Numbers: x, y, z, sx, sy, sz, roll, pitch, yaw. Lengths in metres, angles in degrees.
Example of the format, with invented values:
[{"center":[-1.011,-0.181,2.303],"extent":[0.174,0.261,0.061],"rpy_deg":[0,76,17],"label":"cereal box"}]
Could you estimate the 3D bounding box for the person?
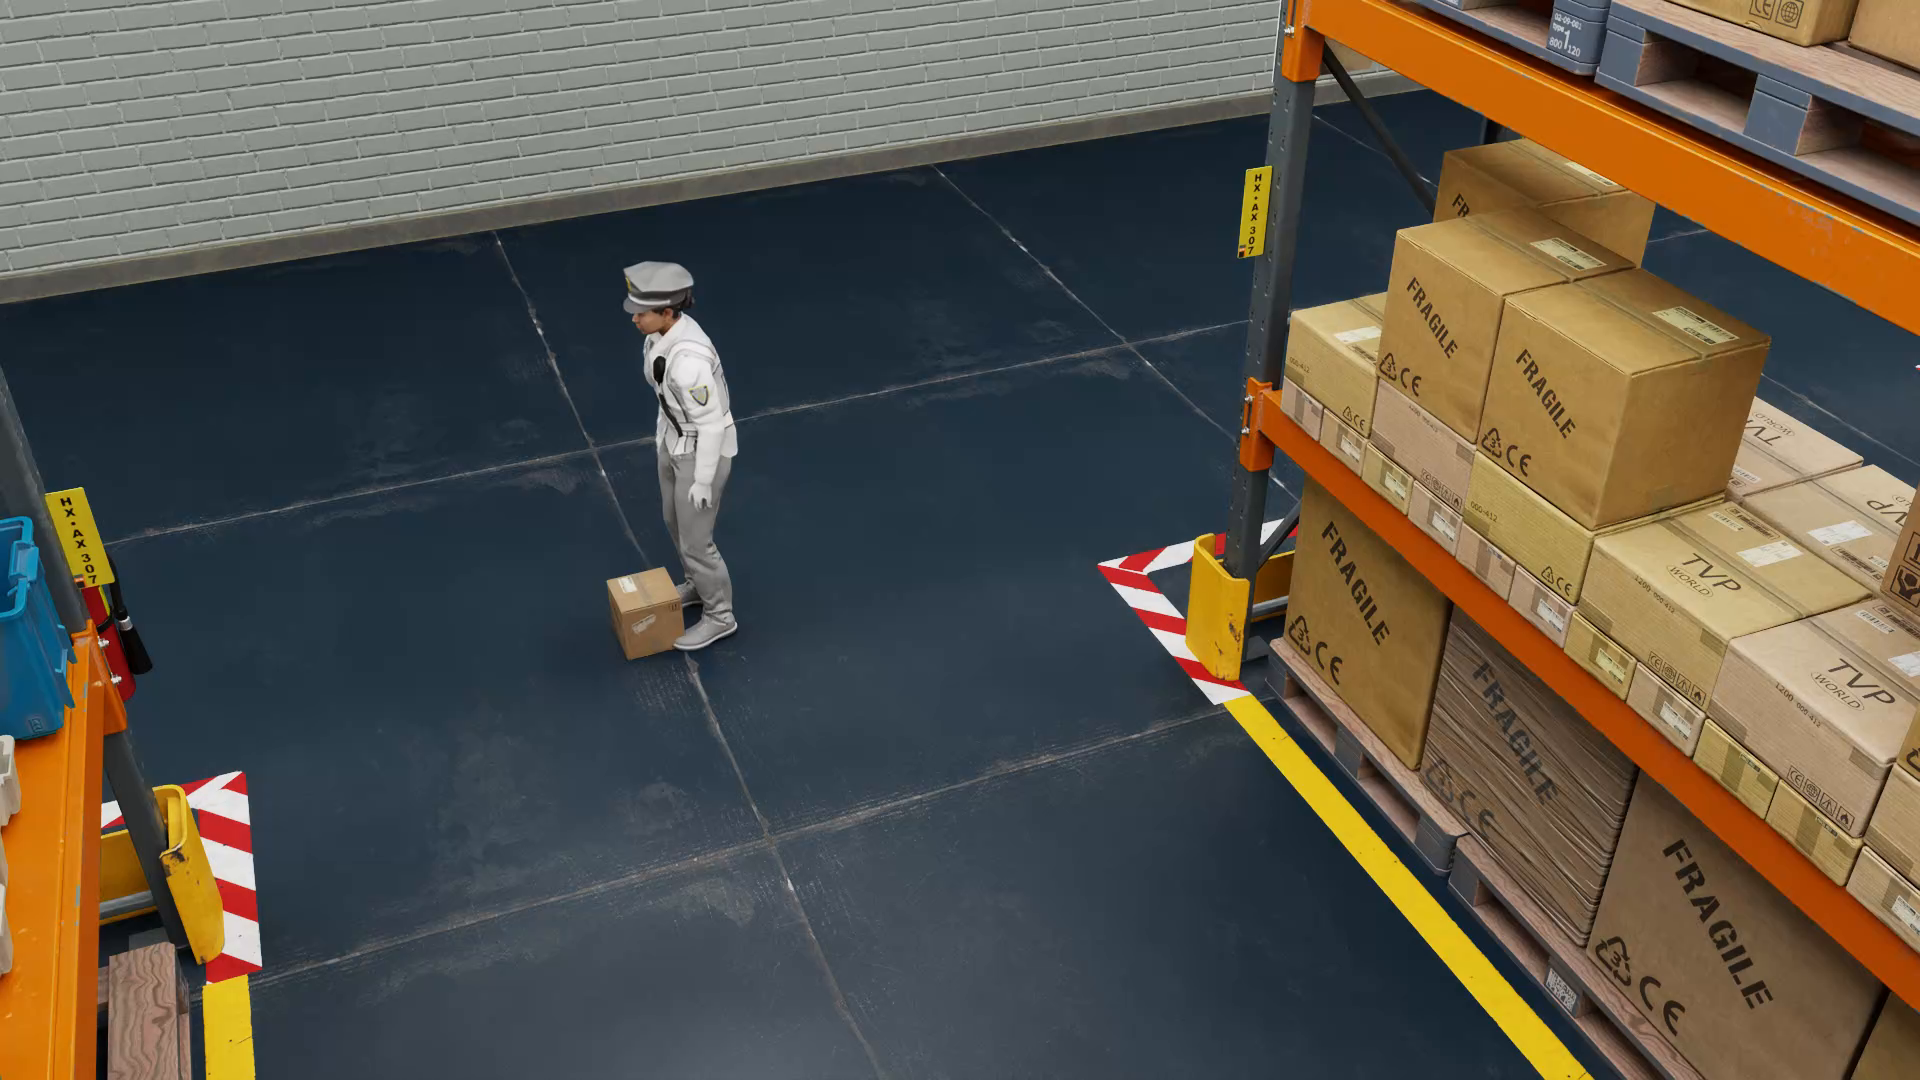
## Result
[{"center":[-1.088,-0.335,6.643],"extent":[0.374,1.661,0.535],"rpy_deg":[-15,37,-21],"label":"person"}]
